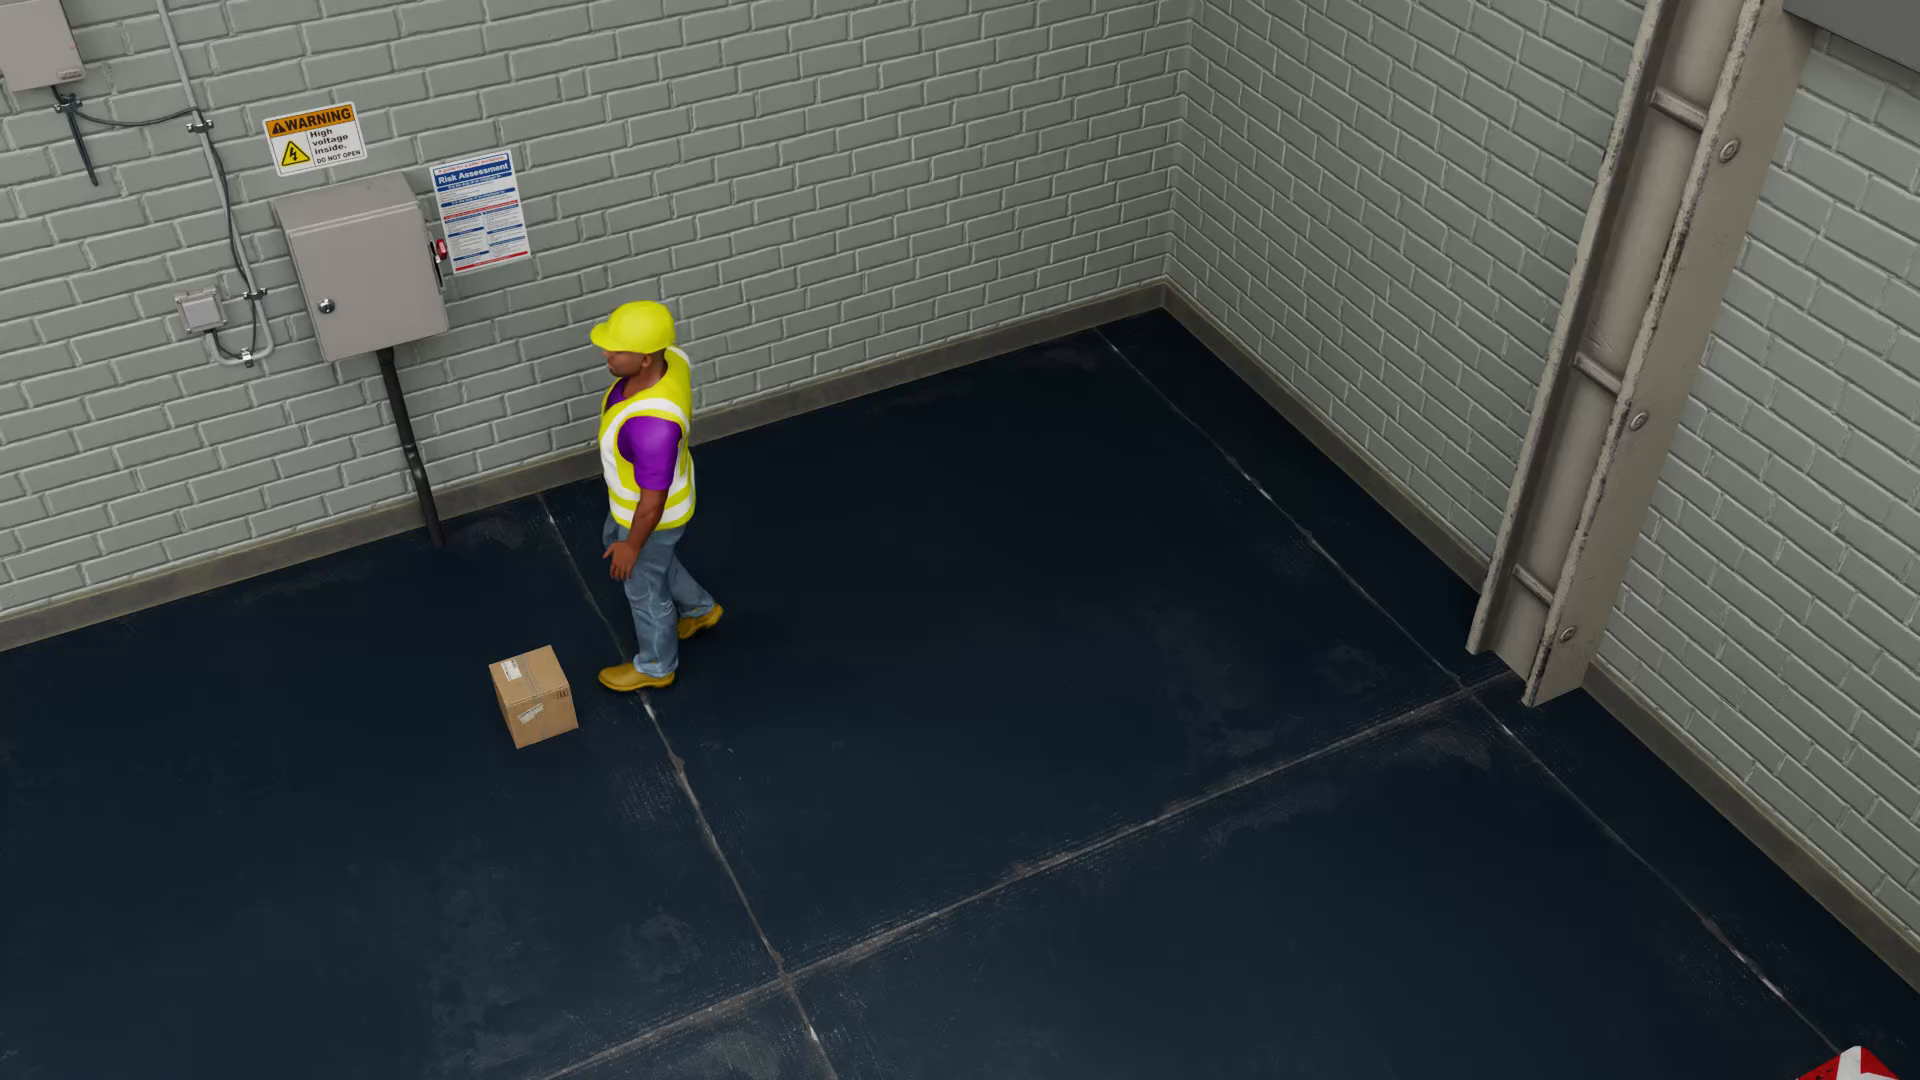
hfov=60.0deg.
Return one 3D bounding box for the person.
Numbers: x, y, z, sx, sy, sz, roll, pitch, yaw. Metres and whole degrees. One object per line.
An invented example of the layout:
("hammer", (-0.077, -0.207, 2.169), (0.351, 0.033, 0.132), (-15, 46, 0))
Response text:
("person", (-1.219, -0.143, 6.266), (0.516, 1.770, 0.619), (-3, 41, -4))
